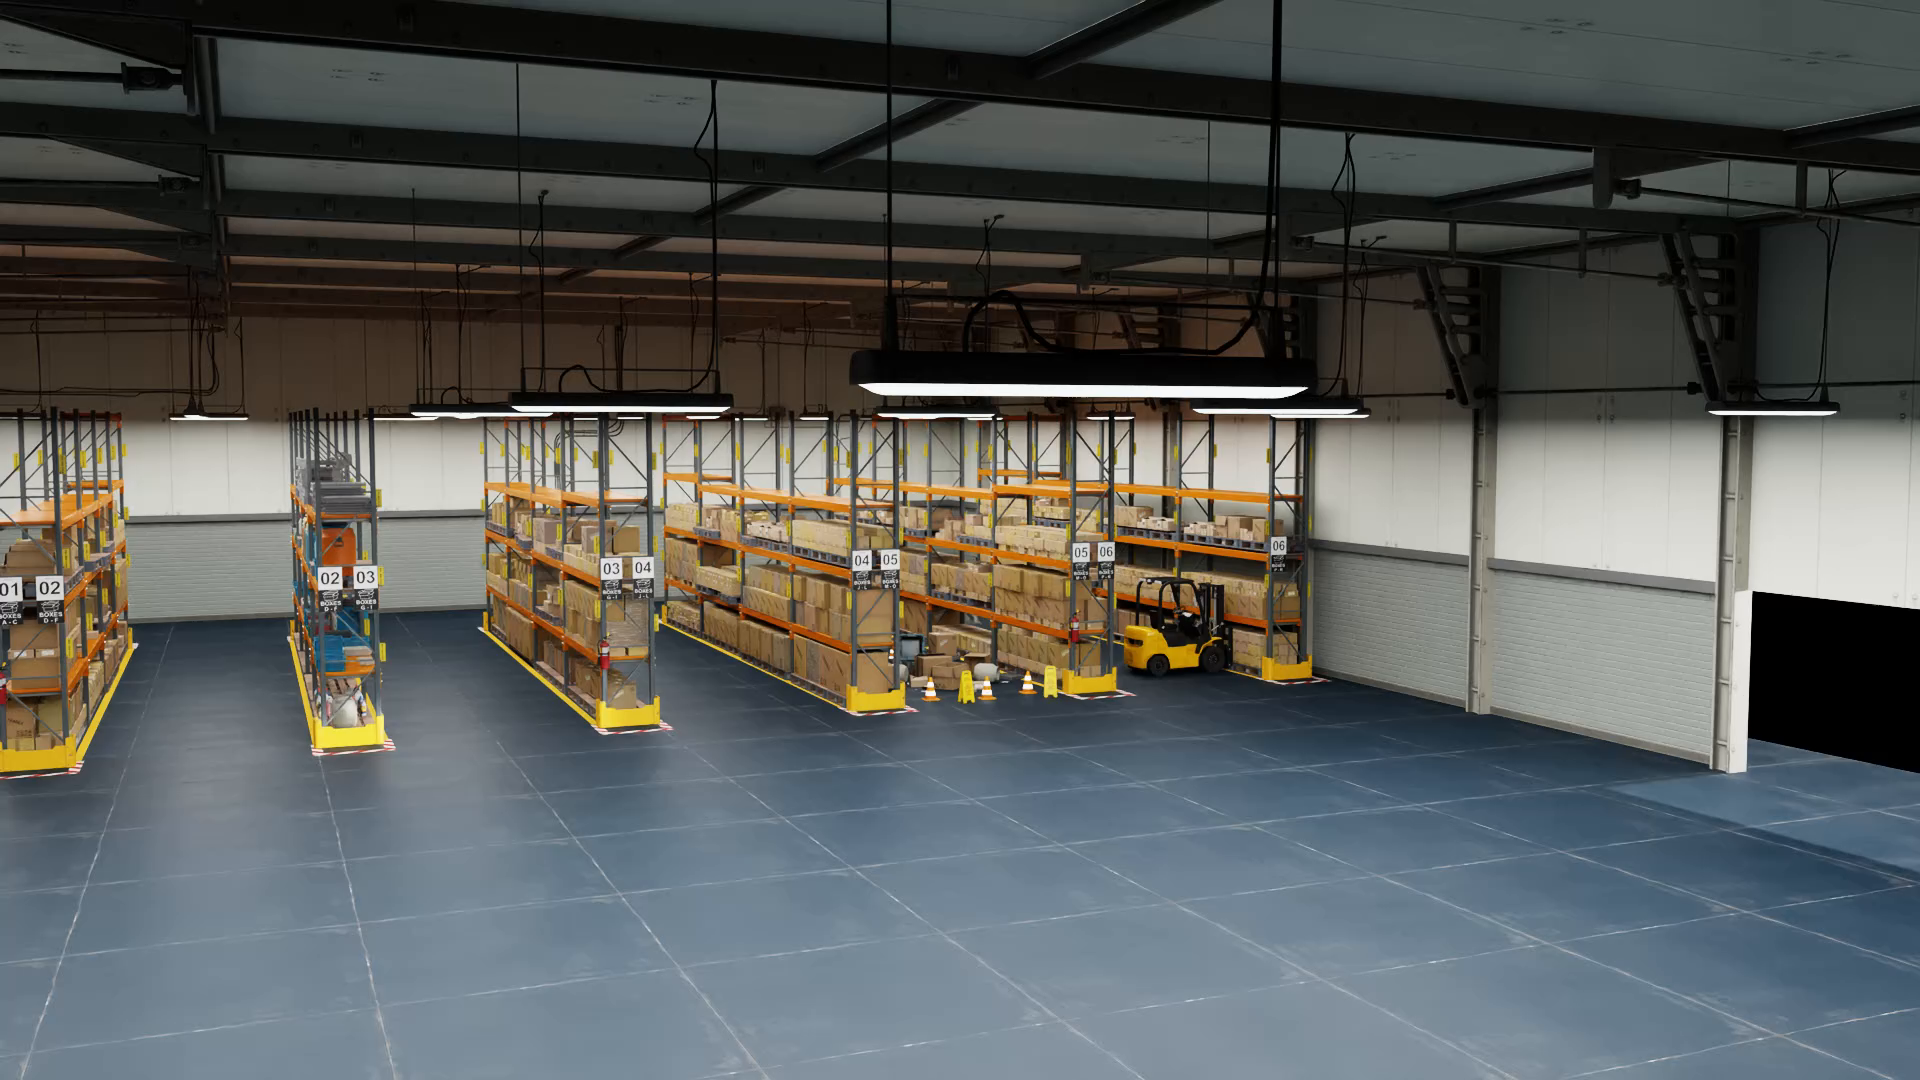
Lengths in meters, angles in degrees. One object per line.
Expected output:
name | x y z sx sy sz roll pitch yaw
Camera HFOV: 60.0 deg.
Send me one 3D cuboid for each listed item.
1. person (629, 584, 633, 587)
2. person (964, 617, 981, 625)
person | -9.574 1.402 49.245 0.435 1.709 1.086 0 4 5
person | 0.261 1.488 45.230 0.602 1.643 0.514 -2 5 -31
